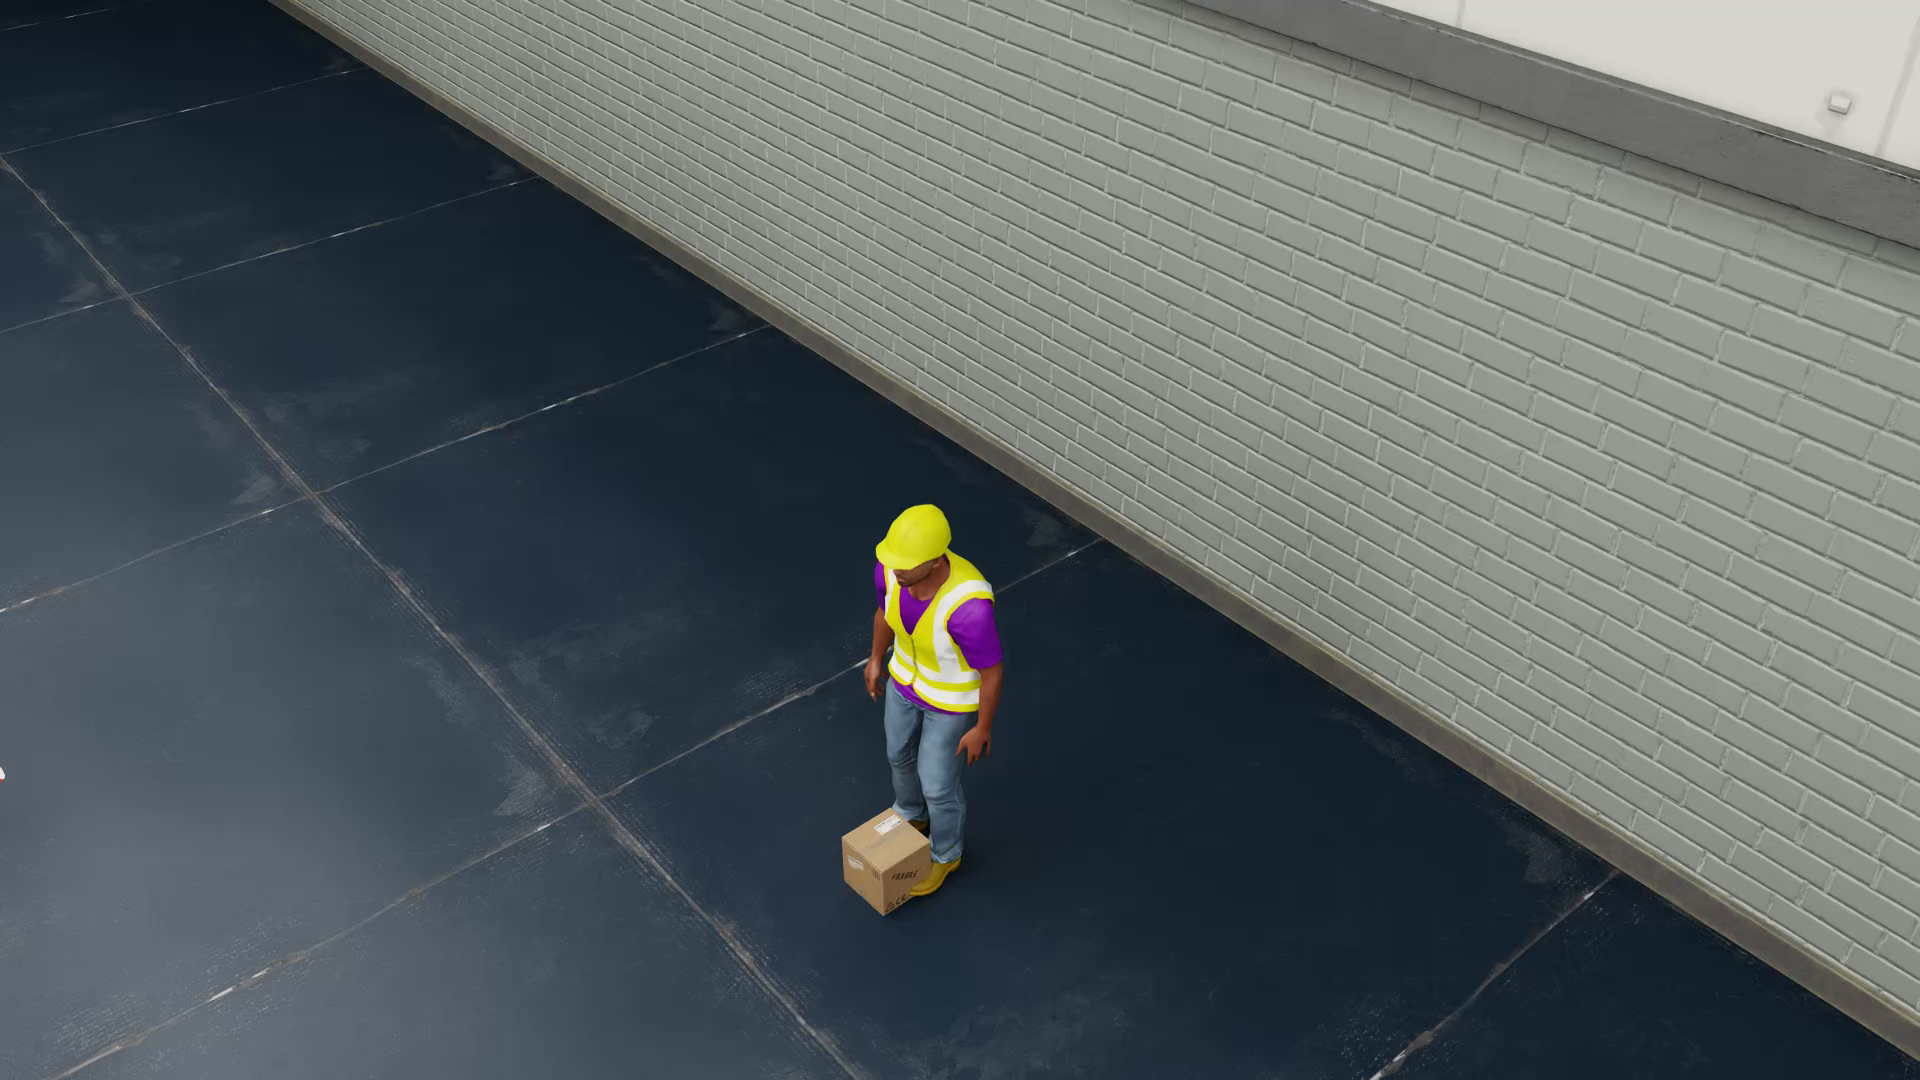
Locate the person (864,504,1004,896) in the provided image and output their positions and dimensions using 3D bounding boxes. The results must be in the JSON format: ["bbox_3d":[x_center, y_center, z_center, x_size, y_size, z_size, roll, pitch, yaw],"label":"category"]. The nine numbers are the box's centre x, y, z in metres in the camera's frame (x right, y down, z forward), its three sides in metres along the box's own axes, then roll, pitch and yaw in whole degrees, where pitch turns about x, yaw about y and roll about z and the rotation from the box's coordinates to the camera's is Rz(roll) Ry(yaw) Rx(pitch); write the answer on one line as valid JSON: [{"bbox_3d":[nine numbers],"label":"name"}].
[{"bbox_3d":[-0.116,0.576,6.262,0.459,1.760,0.634,-29,45,-34],"label":"person"}]
